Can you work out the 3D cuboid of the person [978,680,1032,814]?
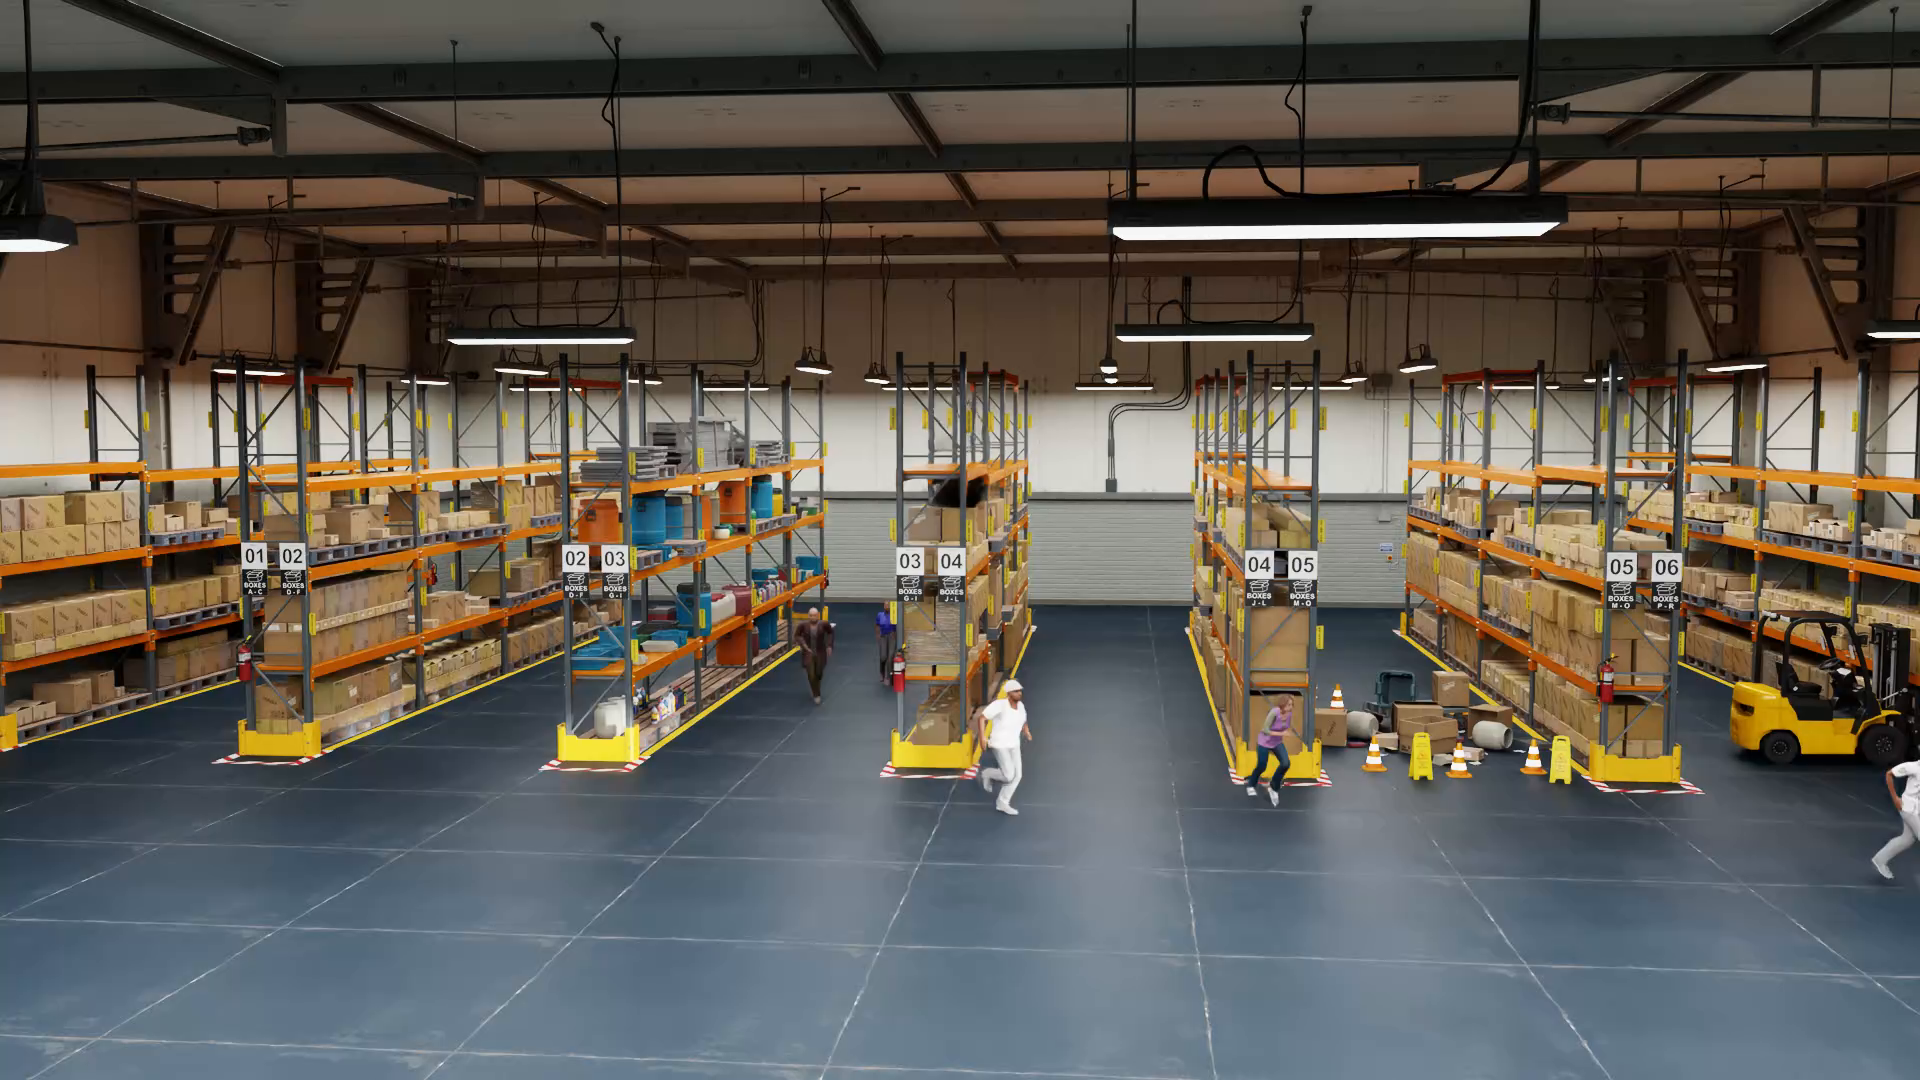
[{"bbox_3d":[0.575,2.646,21.375,0.743,1.715,0.691,-4,6,-43],"label":"person"}]

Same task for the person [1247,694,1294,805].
[{"bbox_3d":[4.103,2.725,21.827,0.577,1.495,0.897,-2,5,-30],"label":"person"}]

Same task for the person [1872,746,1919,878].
[{"bbox_3d":[10.158,2.928,17.722,0.577,1.699,0.937,-2,4,-21],"label":"person"}]

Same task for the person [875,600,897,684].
[{"bbox_3d":[-1.364,1.945,31.606,0.561,1.621,0.573,0,4,3],"label":"person"}]

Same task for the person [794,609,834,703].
[{"bbox_3d":[-2.608,2.102,29.794,0.703,1.616,0.797,0,4,0],"label":"person"}]
